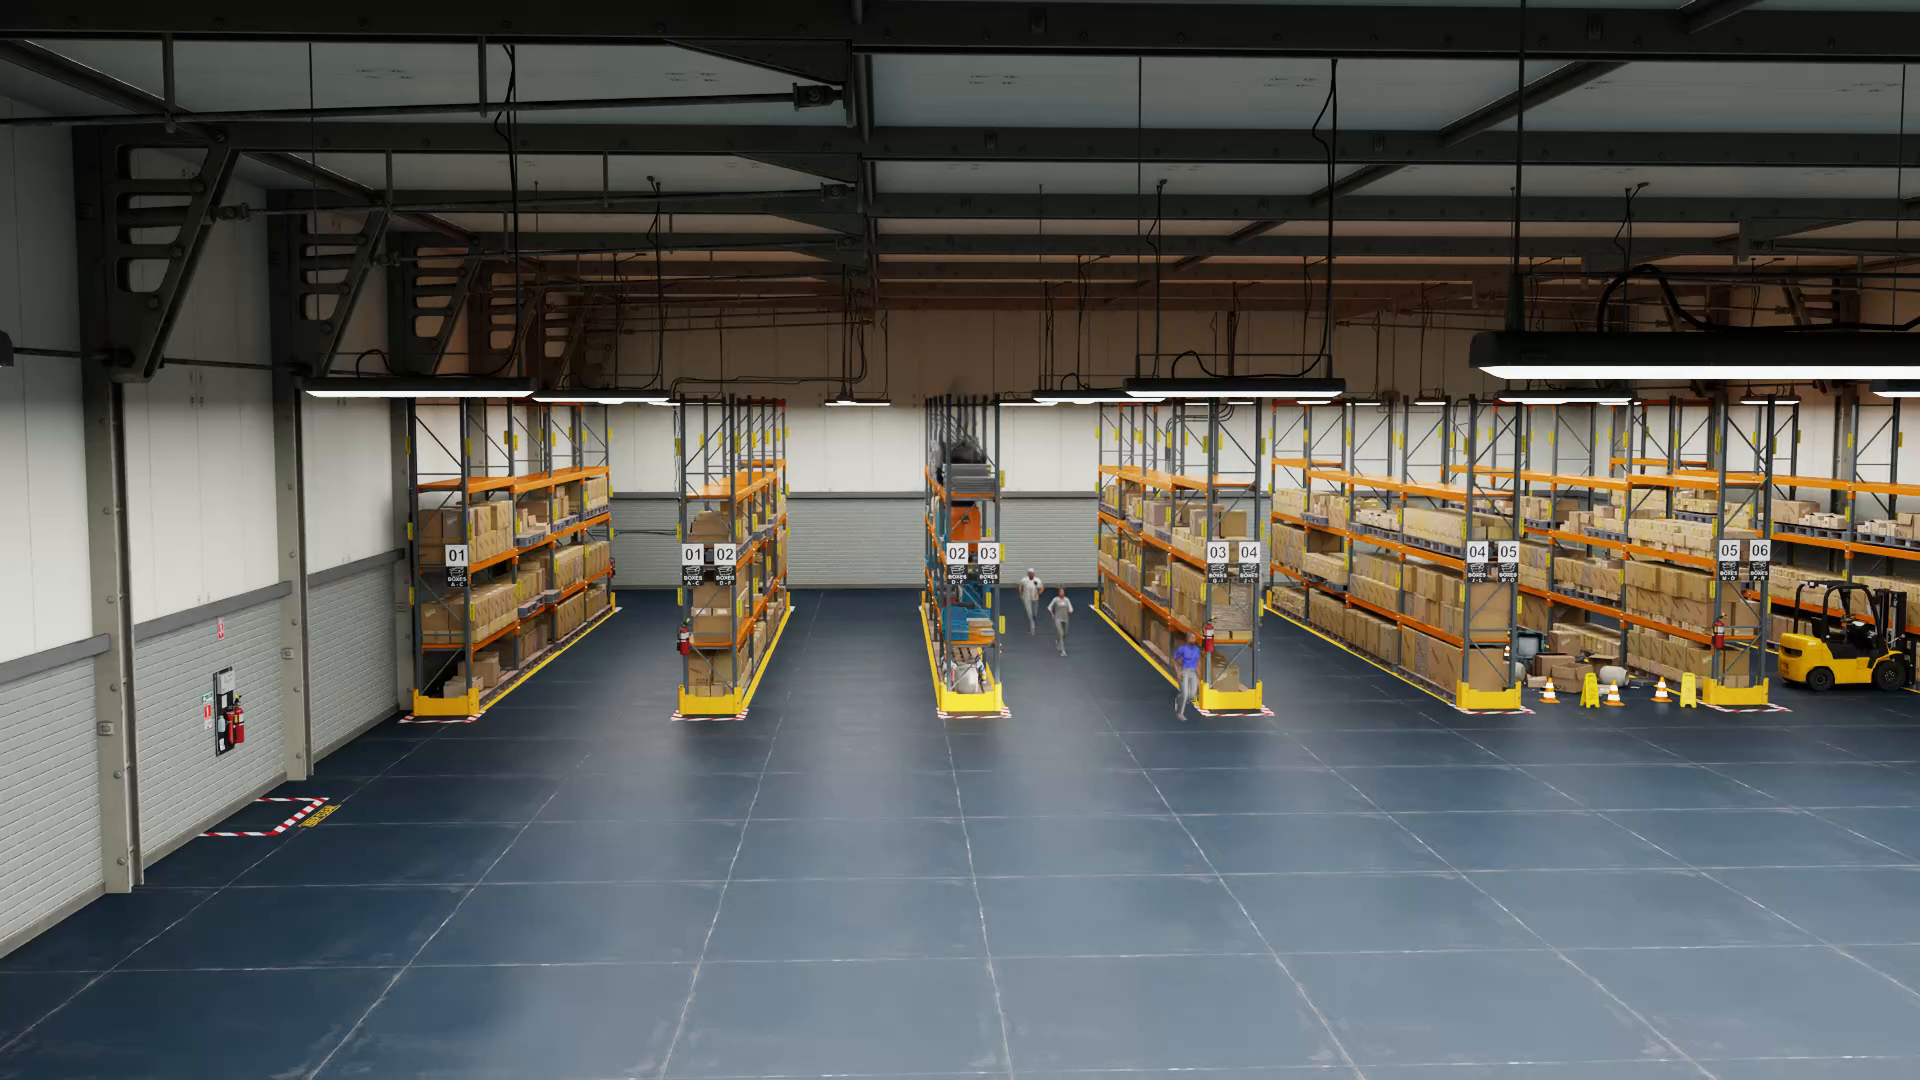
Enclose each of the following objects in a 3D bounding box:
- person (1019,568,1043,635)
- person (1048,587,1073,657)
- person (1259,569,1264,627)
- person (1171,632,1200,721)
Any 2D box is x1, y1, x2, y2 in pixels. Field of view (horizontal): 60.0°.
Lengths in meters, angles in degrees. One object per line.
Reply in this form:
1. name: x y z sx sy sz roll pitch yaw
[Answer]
1. person: 1.822 1.547 42.549 0.629 1.666 0.935 0 5 -2
2. person: 2.339 1.878 38.546 0.545 1.574 0.859 -1 5 -16
3. person: 7.761 1.346 43.950 0.659 1.791 0.934 0 5 -2
4. person: 4.200 2.509 30.825 0.613 1.607 0.535 -2 5 -23
